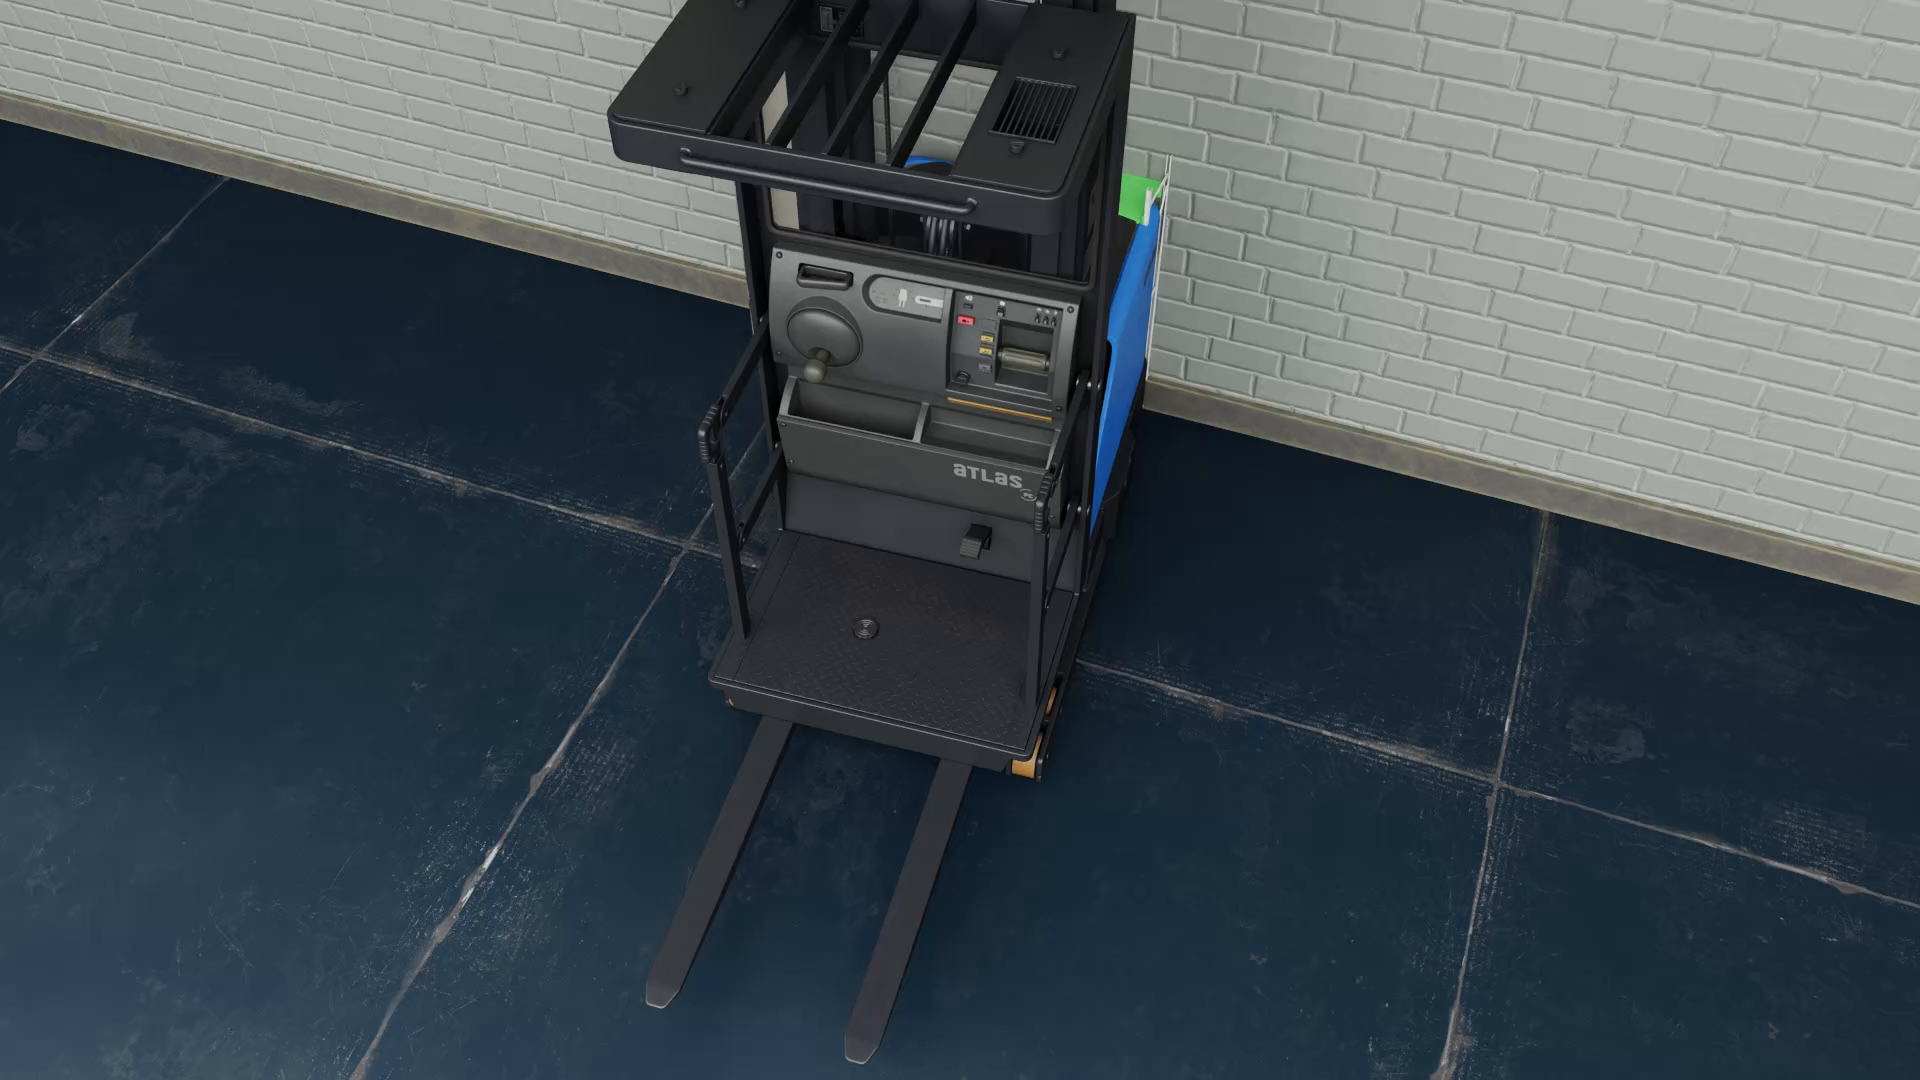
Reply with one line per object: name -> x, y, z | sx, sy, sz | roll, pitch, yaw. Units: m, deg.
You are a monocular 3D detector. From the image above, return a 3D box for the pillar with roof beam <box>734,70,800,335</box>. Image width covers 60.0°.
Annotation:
pillar with roof beam -> -2.104, -0.710, 0.910 | 0.400, 9.000, 9.100 | 16, 51, 13

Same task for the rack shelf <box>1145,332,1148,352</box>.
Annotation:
rack shelf -> 0.468, -0.744, 6.487 | 0.480, 0.148, 0.258 | 18, 51, 15

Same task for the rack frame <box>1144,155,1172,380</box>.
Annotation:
rack frame -> 0.691, -0.874, 6.196 | 0.015, 1.200, 0.240 | 18, 51, 15

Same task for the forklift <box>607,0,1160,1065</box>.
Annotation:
forklift -> -0.172, -0.507, 4.749 | 1.130, 2.935, 3.031 | 12, 50, 10

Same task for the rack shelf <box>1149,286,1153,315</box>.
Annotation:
rack shelf -> 0.468, -0.904, 6.308 | 0.480, 0.148, 0.258 | 18, 51, 15

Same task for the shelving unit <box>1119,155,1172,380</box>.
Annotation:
shelving unit -> 0.468, -0.946, 6.261 | 0.503, 1.200, 0.258 | 18, 51, 15

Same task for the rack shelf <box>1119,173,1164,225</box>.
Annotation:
rack shelf -> 0.467, -1.223, 5.950 | 0.480, 0.148, 0.258 | 18, 51, 15
